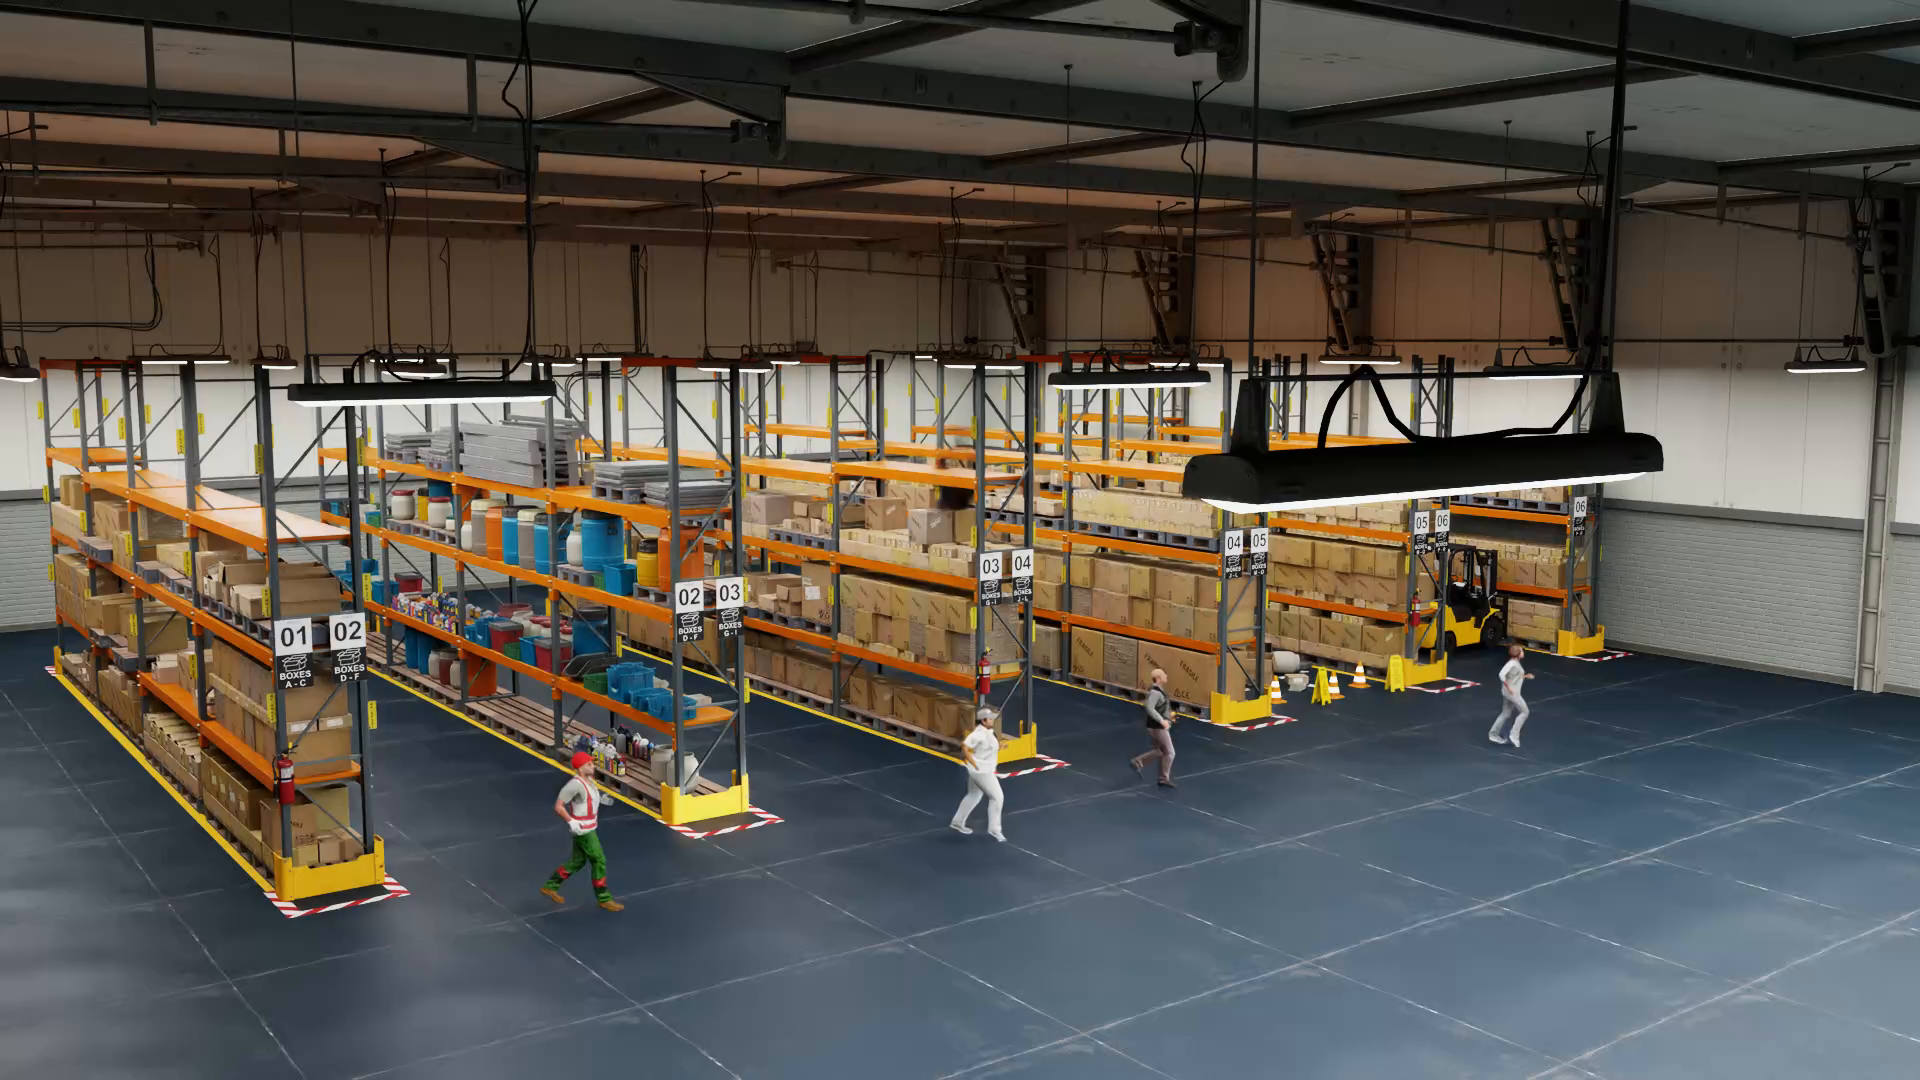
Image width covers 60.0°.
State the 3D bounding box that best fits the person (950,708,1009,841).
[{"bbox_3d":[0.248,2.993,21.176,0.762,1.725,0.576,0,7,-1],"label":"person"}]

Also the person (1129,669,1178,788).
[{"bbox_3d":[2.754,2.666,23.588,0.705,1.706,0.681,1,7,5],"label":"person"}]

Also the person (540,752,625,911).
[{"bbox_3d":[-4.209,3.226,18.475,0.929,1.802,0.634,-1,7,-5],"label":"person"}]

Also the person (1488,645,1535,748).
[{"bbox_3d":[8.634,2.438,25.989,0.688,1.630,0.507,1,7,10],"label":"person"}]
